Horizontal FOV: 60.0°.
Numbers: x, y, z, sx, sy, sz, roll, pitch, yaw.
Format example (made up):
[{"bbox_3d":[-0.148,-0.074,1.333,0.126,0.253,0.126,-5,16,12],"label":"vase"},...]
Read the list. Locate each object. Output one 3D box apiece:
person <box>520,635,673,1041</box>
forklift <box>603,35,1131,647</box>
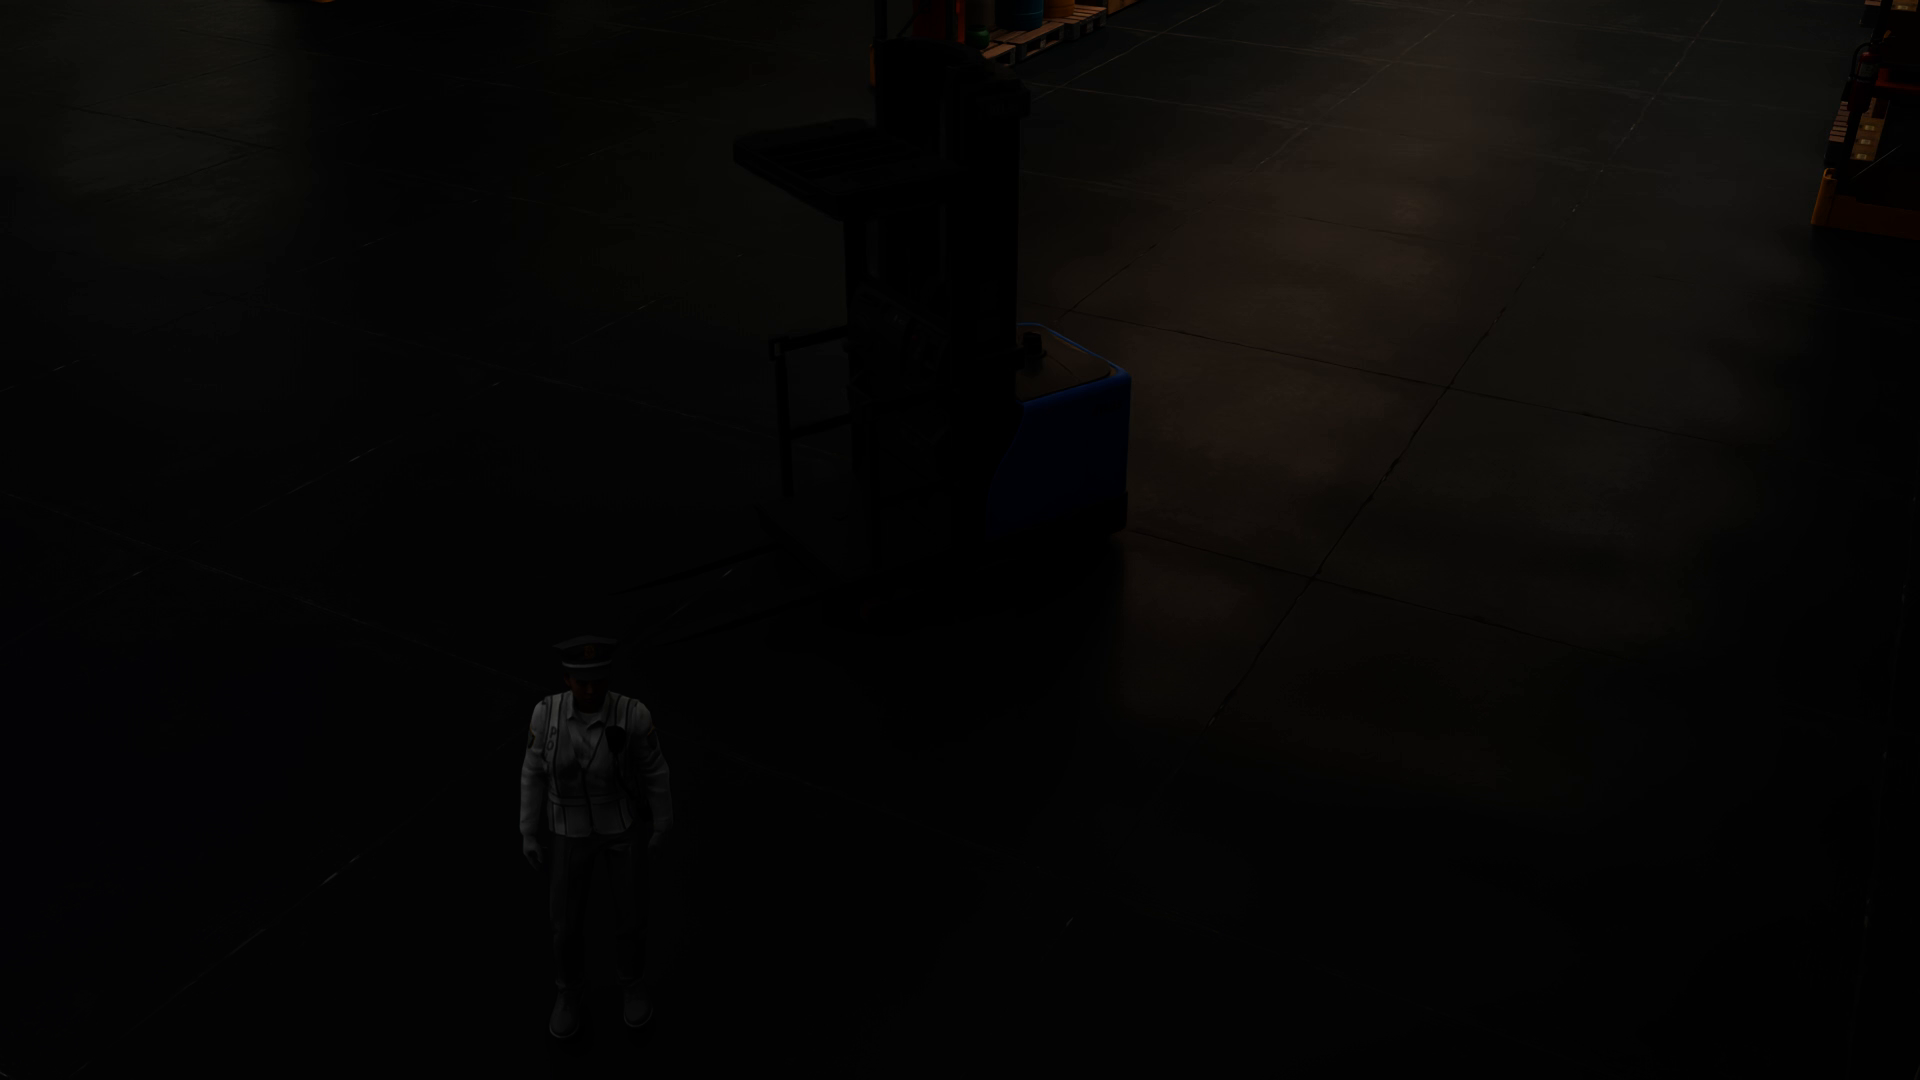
[{"bbox_3d":[-1.380,1.118,6.328,0.572,1.680,0.497,-3,30,-5],"label":"person"},{"bbox_3d":[-0.511,-1.086,8.953,3.031,2.935,1.130,-19,35,-29],"label":"forklift"}]
